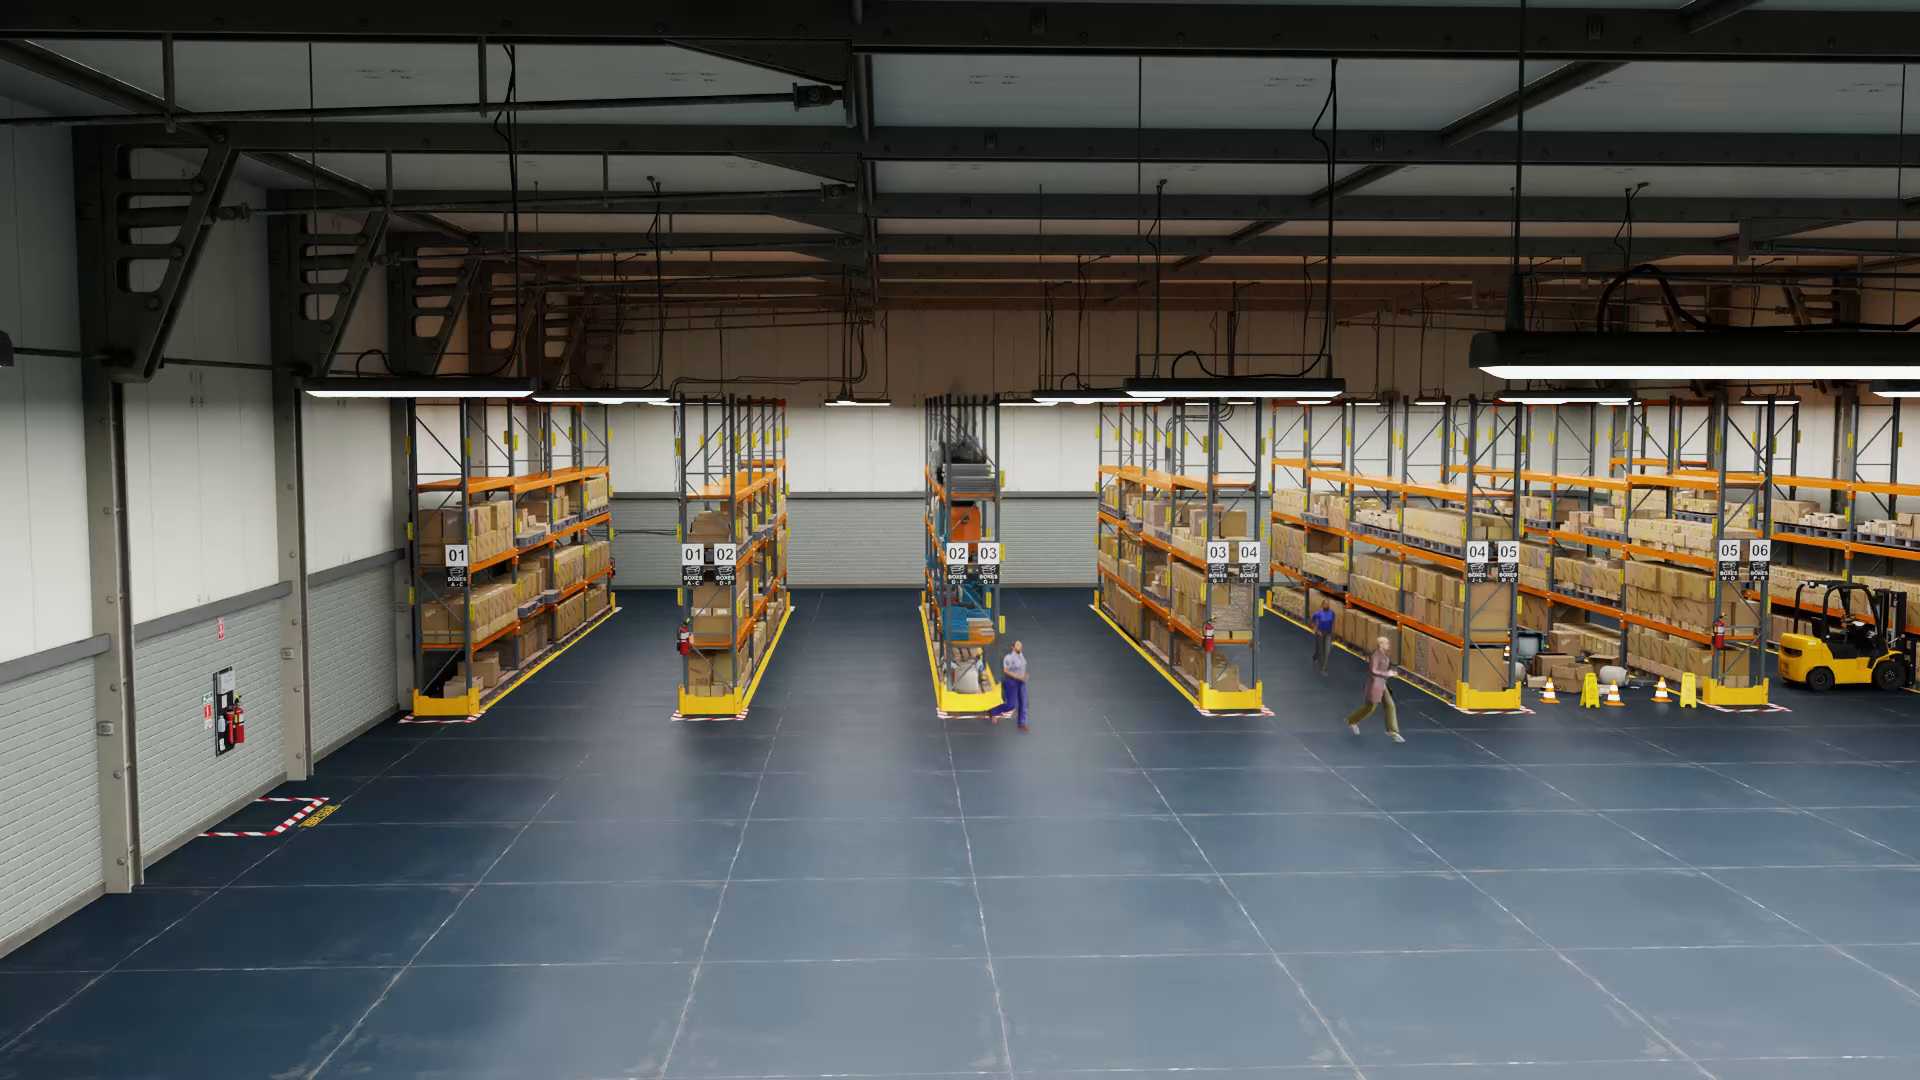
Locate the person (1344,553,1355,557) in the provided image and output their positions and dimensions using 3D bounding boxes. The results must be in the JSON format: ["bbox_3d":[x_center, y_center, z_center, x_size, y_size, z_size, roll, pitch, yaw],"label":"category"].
[{"bbox_3d":[11.053,1.069,47.564,0.647,1.839,0.773,-3,5,-31],"label":"person"}]

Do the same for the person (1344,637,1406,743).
[{"bbox_3d":[7.189,2.564,28.774,1.091,1.803,0.740,3,5,31],"label":"person"}]

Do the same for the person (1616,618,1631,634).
[{"bbox_3d":[16.383,1.688,40.779,0.565,1.624,0.548,0,5,-6],"label":"person"}]

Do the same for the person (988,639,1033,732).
[{"bbox_3d":[0.940,2.583,29.664,0.828,1.647,0.615,3,6,35],"label":"person"}]

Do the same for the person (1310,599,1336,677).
[{"bbox_3d":[7.854,2.085,35.945,0.600,1.643,0.832,-1,5,-8],"label":"person"}]
